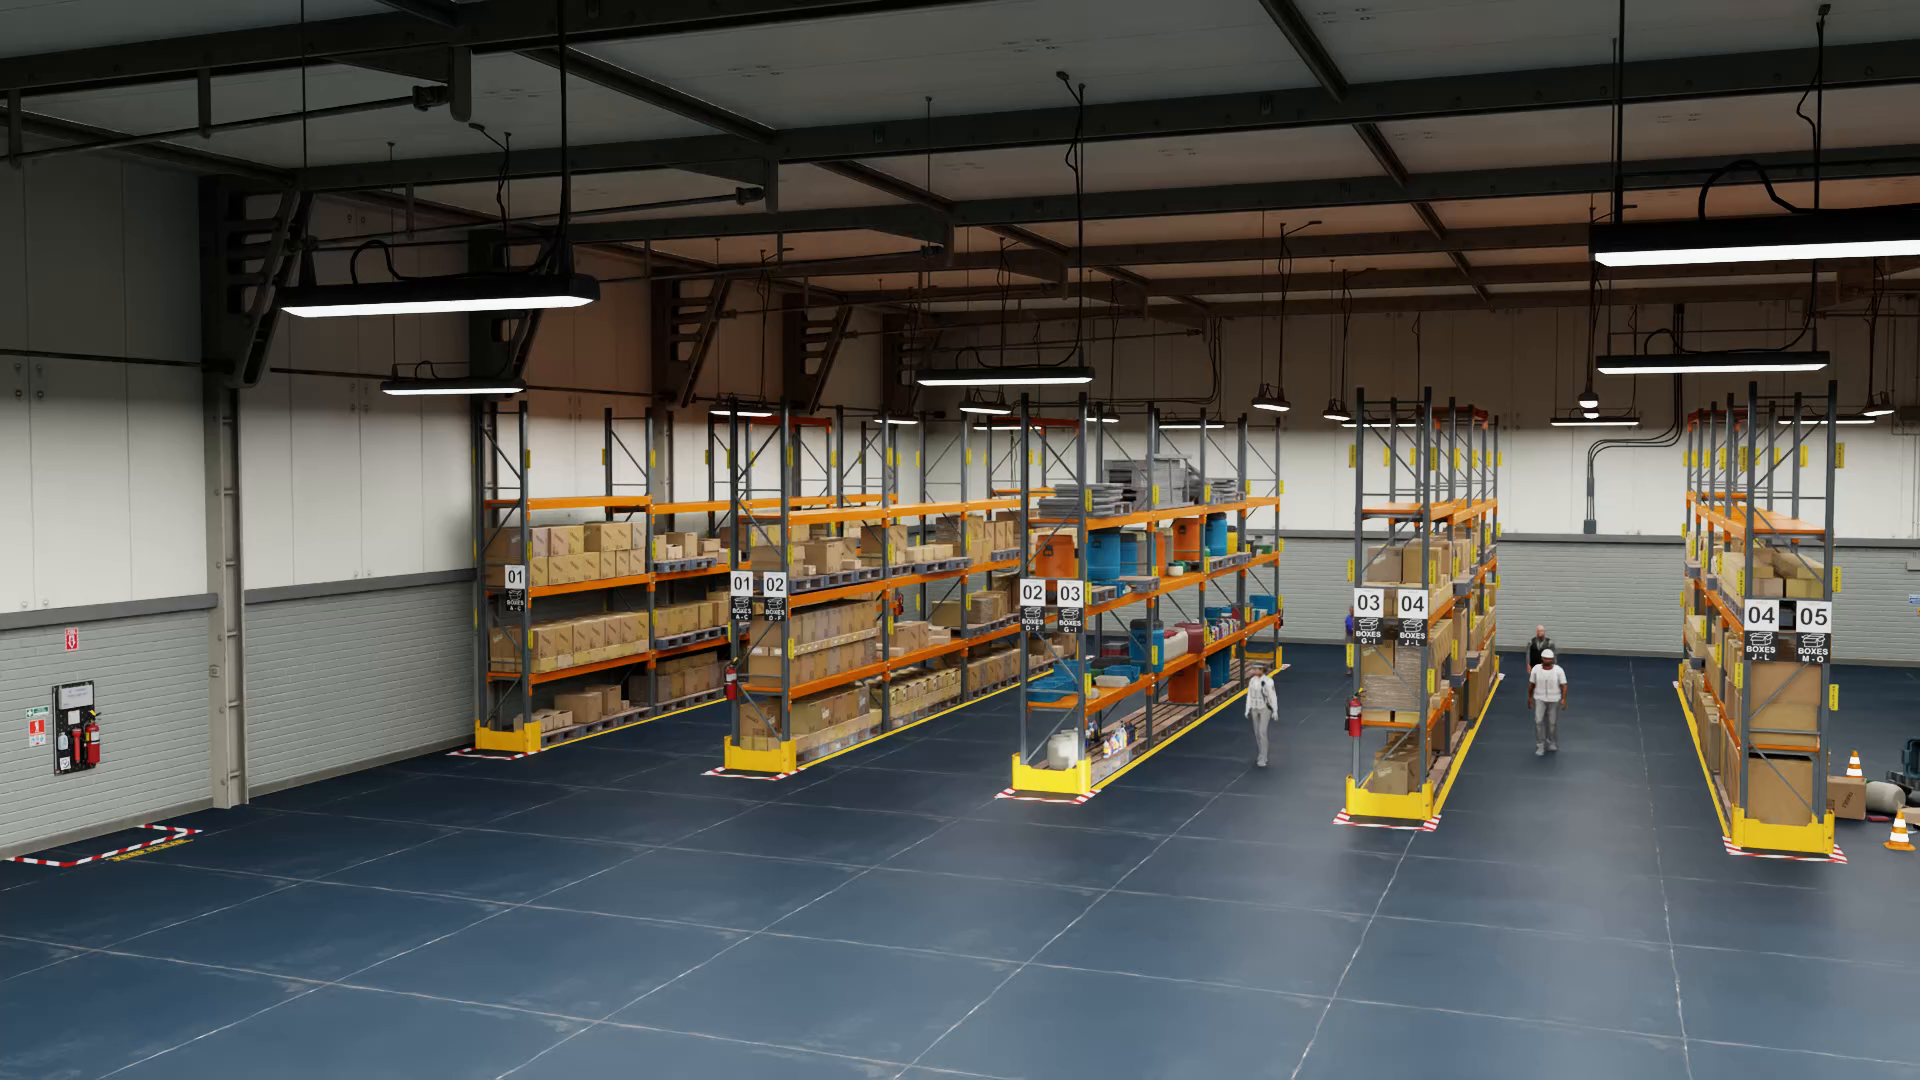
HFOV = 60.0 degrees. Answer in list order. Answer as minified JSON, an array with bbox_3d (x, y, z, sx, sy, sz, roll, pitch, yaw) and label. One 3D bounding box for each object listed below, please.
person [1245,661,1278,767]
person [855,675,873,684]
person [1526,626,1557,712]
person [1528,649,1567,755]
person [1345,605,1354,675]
[{"bbox_3d":[4.921,2.836,27.422,0.622,1.669,0.590,-3,4,-42],"label":"person"},{"bbox_3d":[-2.062,2.472,35.783,0.435,1.532,0.967,0,3,5],"label":"person"},{"bbox_3d":[11.480,2.535,32.885,0.581,1.675,0.959,2,3,31],"label":"person"},{"bbox_3d":[10.006,2.753,28.335,0.638,1.792,0.658,1,3,23],"label":"person"},{"bbox_3d":[9.182,2.300,38.660,0.444,1.611,0.843,1,3,18],"label":"person"}]
